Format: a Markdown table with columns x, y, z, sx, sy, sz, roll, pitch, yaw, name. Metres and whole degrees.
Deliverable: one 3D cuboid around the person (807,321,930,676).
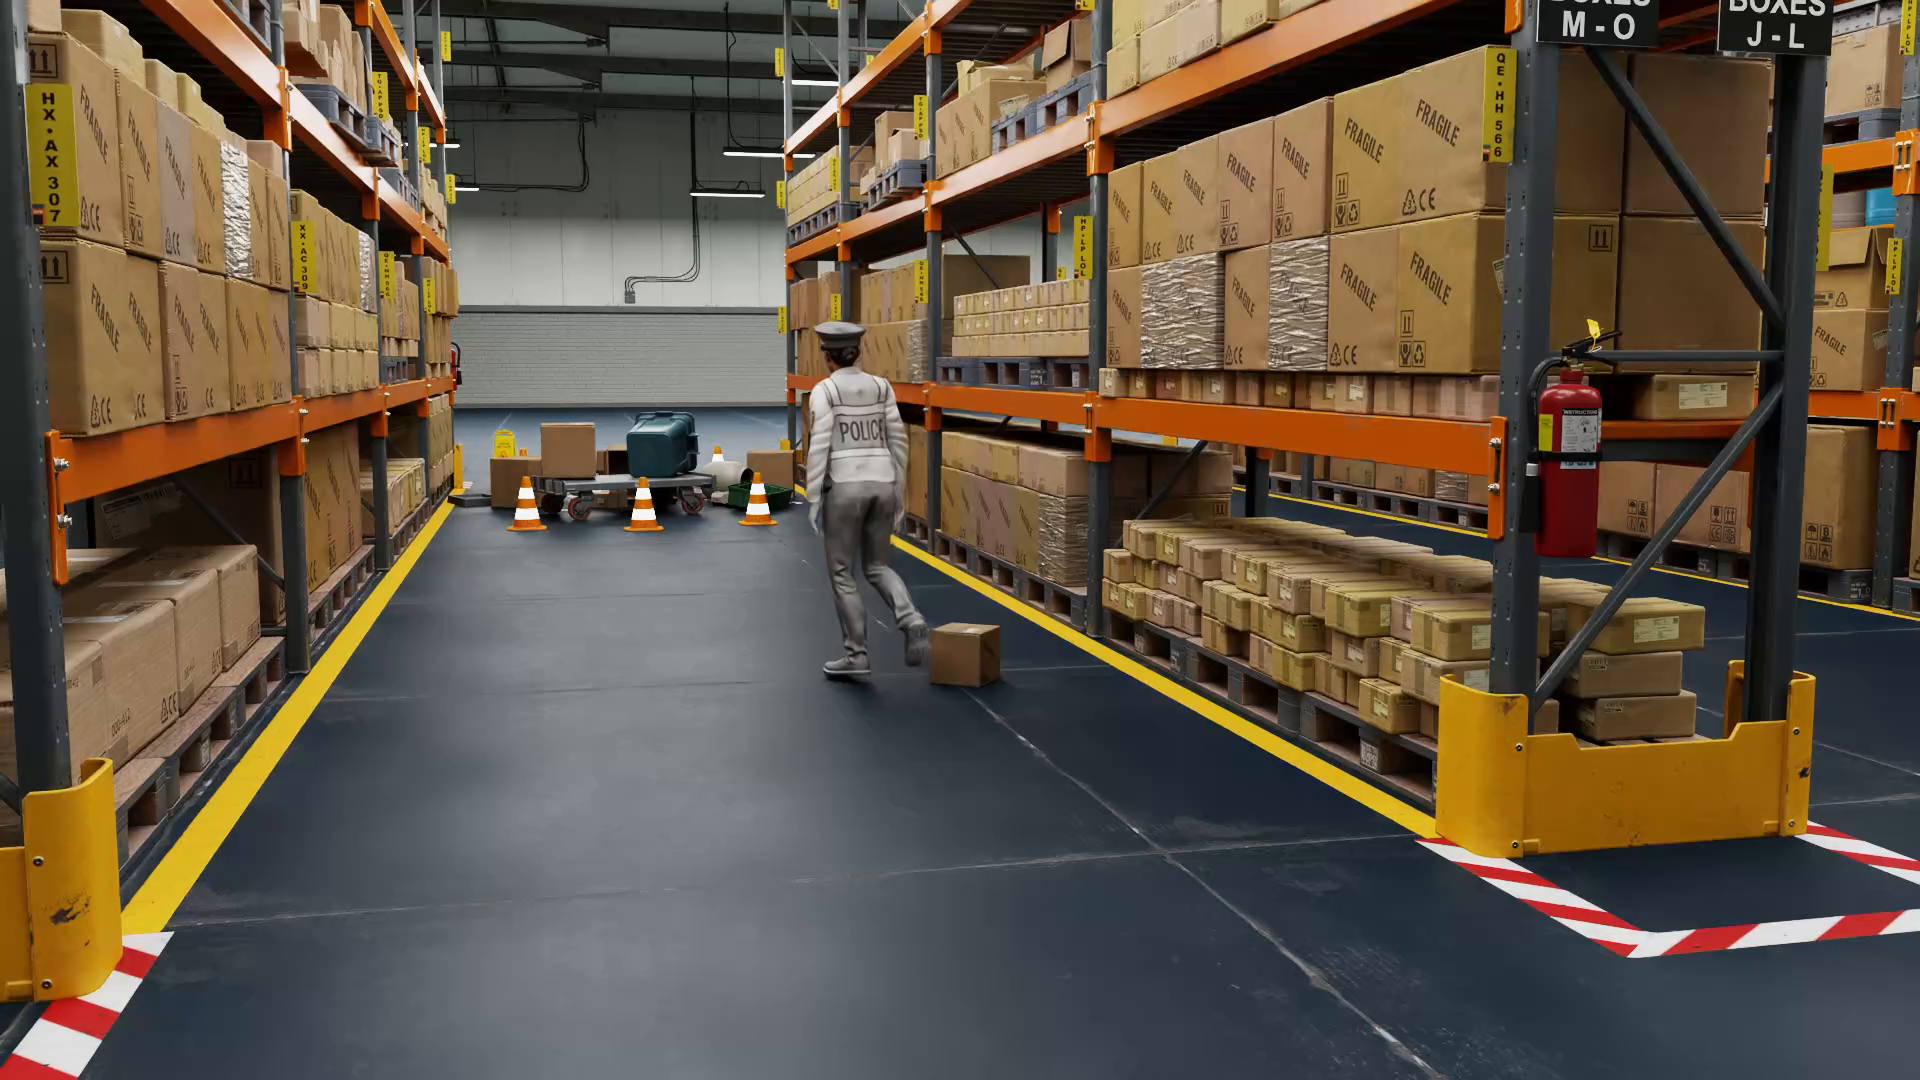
| x | y | z | sx | sy | sz | roll | pitch | yaw | name |
| --- | --- | --- | --- | --- | --- | --- | --- | --- | --- |
| -0.430 | -0.183 | 7.718 | 0.535 | 1.661 | 0.592 | -5 | 8 | -37 | person |
